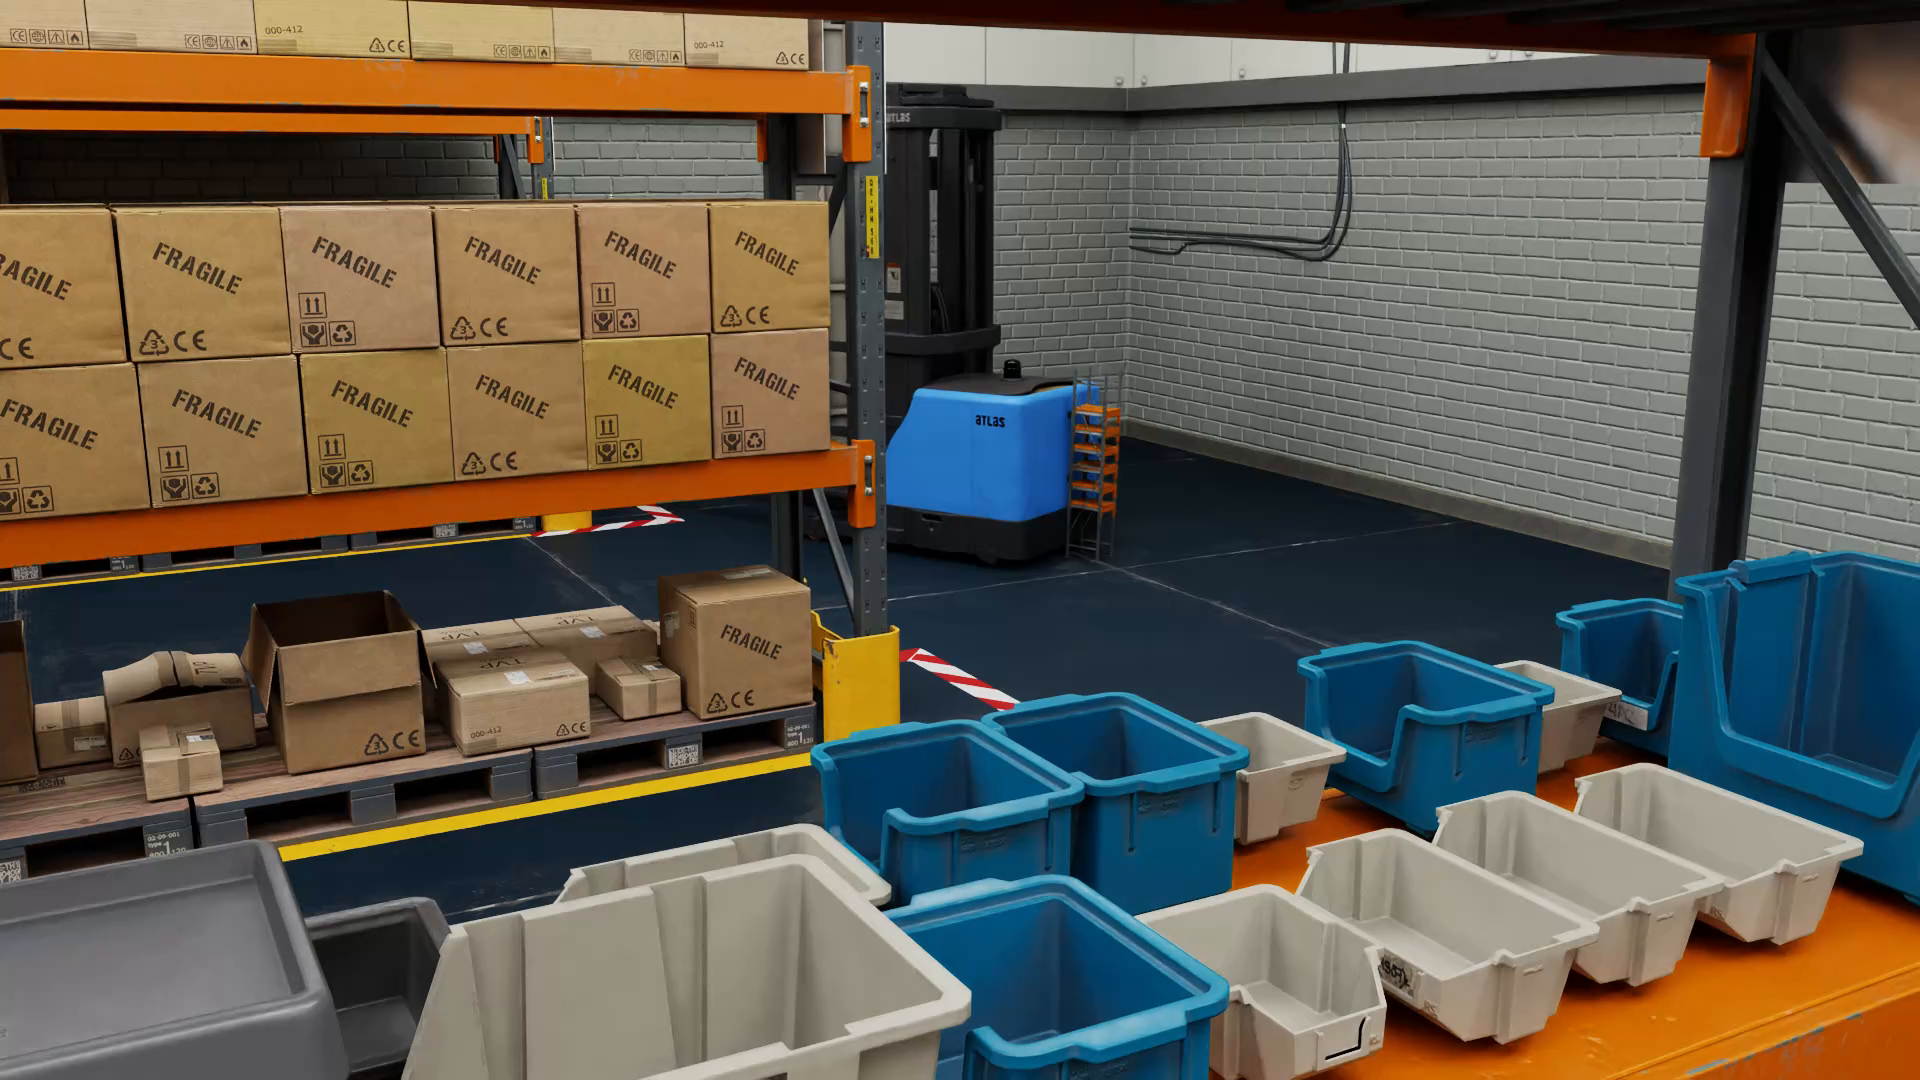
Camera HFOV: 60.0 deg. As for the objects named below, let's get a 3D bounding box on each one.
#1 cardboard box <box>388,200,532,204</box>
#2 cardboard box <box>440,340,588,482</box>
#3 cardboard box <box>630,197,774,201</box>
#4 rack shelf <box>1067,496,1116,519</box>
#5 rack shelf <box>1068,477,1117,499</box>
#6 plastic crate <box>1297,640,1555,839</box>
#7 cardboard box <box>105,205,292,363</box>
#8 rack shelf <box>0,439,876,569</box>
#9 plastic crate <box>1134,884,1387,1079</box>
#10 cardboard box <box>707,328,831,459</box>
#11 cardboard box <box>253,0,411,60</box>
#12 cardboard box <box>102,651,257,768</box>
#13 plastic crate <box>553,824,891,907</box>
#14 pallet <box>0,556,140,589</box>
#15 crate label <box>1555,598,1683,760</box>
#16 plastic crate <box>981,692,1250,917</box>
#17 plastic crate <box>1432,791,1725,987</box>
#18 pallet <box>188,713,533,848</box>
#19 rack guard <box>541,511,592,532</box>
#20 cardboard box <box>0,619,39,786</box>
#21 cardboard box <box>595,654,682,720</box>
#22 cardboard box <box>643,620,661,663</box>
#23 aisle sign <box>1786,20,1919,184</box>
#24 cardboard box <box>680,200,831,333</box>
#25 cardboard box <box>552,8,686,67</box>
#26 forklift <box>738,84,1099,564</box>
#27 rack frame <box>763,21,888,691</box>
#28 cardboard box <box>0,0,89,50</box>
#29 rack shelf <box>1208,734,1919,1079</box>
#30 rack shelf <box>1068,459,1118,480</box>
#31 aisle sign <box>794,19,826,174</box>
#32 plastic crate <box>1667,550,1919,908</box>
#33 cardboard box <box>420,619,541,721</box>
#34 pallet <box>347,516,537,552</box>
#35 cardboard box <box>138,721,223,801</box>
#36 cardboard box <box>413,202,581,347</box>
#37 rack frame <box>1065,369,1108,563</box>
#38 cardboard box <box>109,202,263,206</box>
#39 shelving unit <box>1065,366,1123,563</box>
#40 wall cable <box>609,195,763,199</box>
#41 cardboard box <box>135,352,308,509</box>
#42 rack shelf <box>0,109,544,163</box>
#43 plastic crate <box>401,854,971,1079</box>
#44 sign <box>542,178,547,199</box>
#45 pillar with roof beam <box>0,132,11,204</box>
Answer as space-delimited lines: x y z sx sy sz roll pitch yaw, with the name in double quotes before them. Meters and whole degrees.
"cardboard box" -2.014 -1.120 6.749 0.500 0.500 0.500 -7 14 -27
"cardboard box" -1.758 -0.530 6.404 0.500 0.500 0.500 -7 14 -27
"cardboard box" -1.117 -1.228 7.230 0.500 0.500 0.500 -6 14 -26
"rack shelf" 0.833 -0.199 10.533 0.258 0.103 0.180 11 16 33
"rack shelf" 0.836 -0.315 10.505 0.258 0.103 0.180 11 16 33
"plastic crate" 0.817 0.352 2.959 0.300 0.233 0.416 -7 14 -28
"cardboard box" -2.660 -0.907 5.802 0.500 0.500 0.500 -7 15 -30
"rack shelf" -2.357 -0.126 6.476 4.000 0.370 1.077 -7 14 -28
"plastic crate" 0.395 0.584 2.146 0.250 0.136 0.298 -7 14 -28
"cardboard box" -0.864 -0.637 6.879 0.500 0.500 0.500 -6 14 -26
"cardboard box" -2.249 -1.818 5.864 0.500 0.250 0.500 -7 14 -28
"cardboard box" -3.090 0.637 6.569 0.500 0.311 0.500 -7 14 -28
"plastic crate" -0.357 0.547 2.313 0.466 0.136 0.293 -7 14 -28
"pallet" -5.784 0.075 10.297 1.213 0.211 1.003 -7 14 -28
"crate label" 1.395 0.282 3.267 0.303 0.233 0.416 -7 14 -28
"plastic crate" 0.239 0.421 2.651 0.300 0.233 0.416 -7 14 -28
"plastic crate" 0.879 0.515 2.452 0.243 0.136 0.396 -7 14 -28
"pallet" -2.437 0.893 6.663 1.213 0.211 1.003 -7 14 -28
"rack guard" -2.957 -0.425 11.858 0.348 0.500 1.175 -7 14 -28
"cardboard box" -3.748 0.624 6.198 0.500 0.500 0.500 -7 14 -28
"cardboard box" -1.359 0.610 7.017 0.250 0.166 0.380 -7 14 -28
"cardboard box" -1.353 0.484 7.576 0.250 0.166 0.380 -7 14 -28
"aisle sign" 1.690 -1.066 3.091 0.004 0.787 0.394 -7 14 -28
"cardboard box" -0.860 -1.124 6.768 0.500 0.500 0.500 -7 14 -28
"cardboard box" -1.370 -1.922 6.329 0.500 0.250 0.500 -7 14 -28
"forklift" -0.591 -1.509 11.139 3.031 2.935 1.130 8 15 33
"rack frame" -0.601 -0.687 7.332 0.127 3.000 1.000 -7 14 -28
"cardboard box" -3.126 -1.712 5.395 0.500 0.250 0.500 -7 14 -28
"rack shelf" 0.014 0.829 2.233 4.000 0.370 1.077 -7 14 -28
"rack shelf" 0.840 -0.432 10.476 0.258 0.103 0.180 11 16 33
"aisle sign" -0.682 -2.020 7.330 0.004 0.787 0.394 -7 14 -28
"plastic crate" 1.565 0.292 2.762 0.499 0.435 0.616 -7 14 -28
"cardboard box" -2.092 0.547 7.107 0.500 0.250 0.500 -7 14 -28
"pallet" -3.642 -0.182 11.438 1.213 0.211 1.003 -7 14 -28
"cardboard box" -2.885 0.806 6.149 0.250 0.166 0.380 -7 14 -28
"cardboard box" -1.756 -1.015 6.284 0.500 0.500 0.500 -6 14 -26
"rack frame" 0.790 -0.458 10.391 0.240 1.200 0.006 11 16 33
"cardboard box" -2.901 -1.014 6.277 0.500 0.500 0.500 -7 14 -27
"shelving unit" 0.841 -0.475 10.465 0.258 1.200 0.189 11 16 33
"wall cable" -2.307 -2.454 12.869 1.851 1.984 0.084 -7 14 -28
"cardboard box" -2.646 -0.423 5.930 0.500 0.500 0.500 -7 14 -28
"rack shelf" -4.733 -2.544 10.387 4.000 0.370 1.077 -7 14 -28
"plastic crate" -0.313 0.592 1.781 0.530 0.282 0.437 -7 14 -28
"sign" -2.730 -2.216 10.948 0.005 0.325 0.100 -7 14 -28
"pillar with roof beam" -4.226 -3.558 6.425 0.400 9.000 9.100 -7 14 -28
